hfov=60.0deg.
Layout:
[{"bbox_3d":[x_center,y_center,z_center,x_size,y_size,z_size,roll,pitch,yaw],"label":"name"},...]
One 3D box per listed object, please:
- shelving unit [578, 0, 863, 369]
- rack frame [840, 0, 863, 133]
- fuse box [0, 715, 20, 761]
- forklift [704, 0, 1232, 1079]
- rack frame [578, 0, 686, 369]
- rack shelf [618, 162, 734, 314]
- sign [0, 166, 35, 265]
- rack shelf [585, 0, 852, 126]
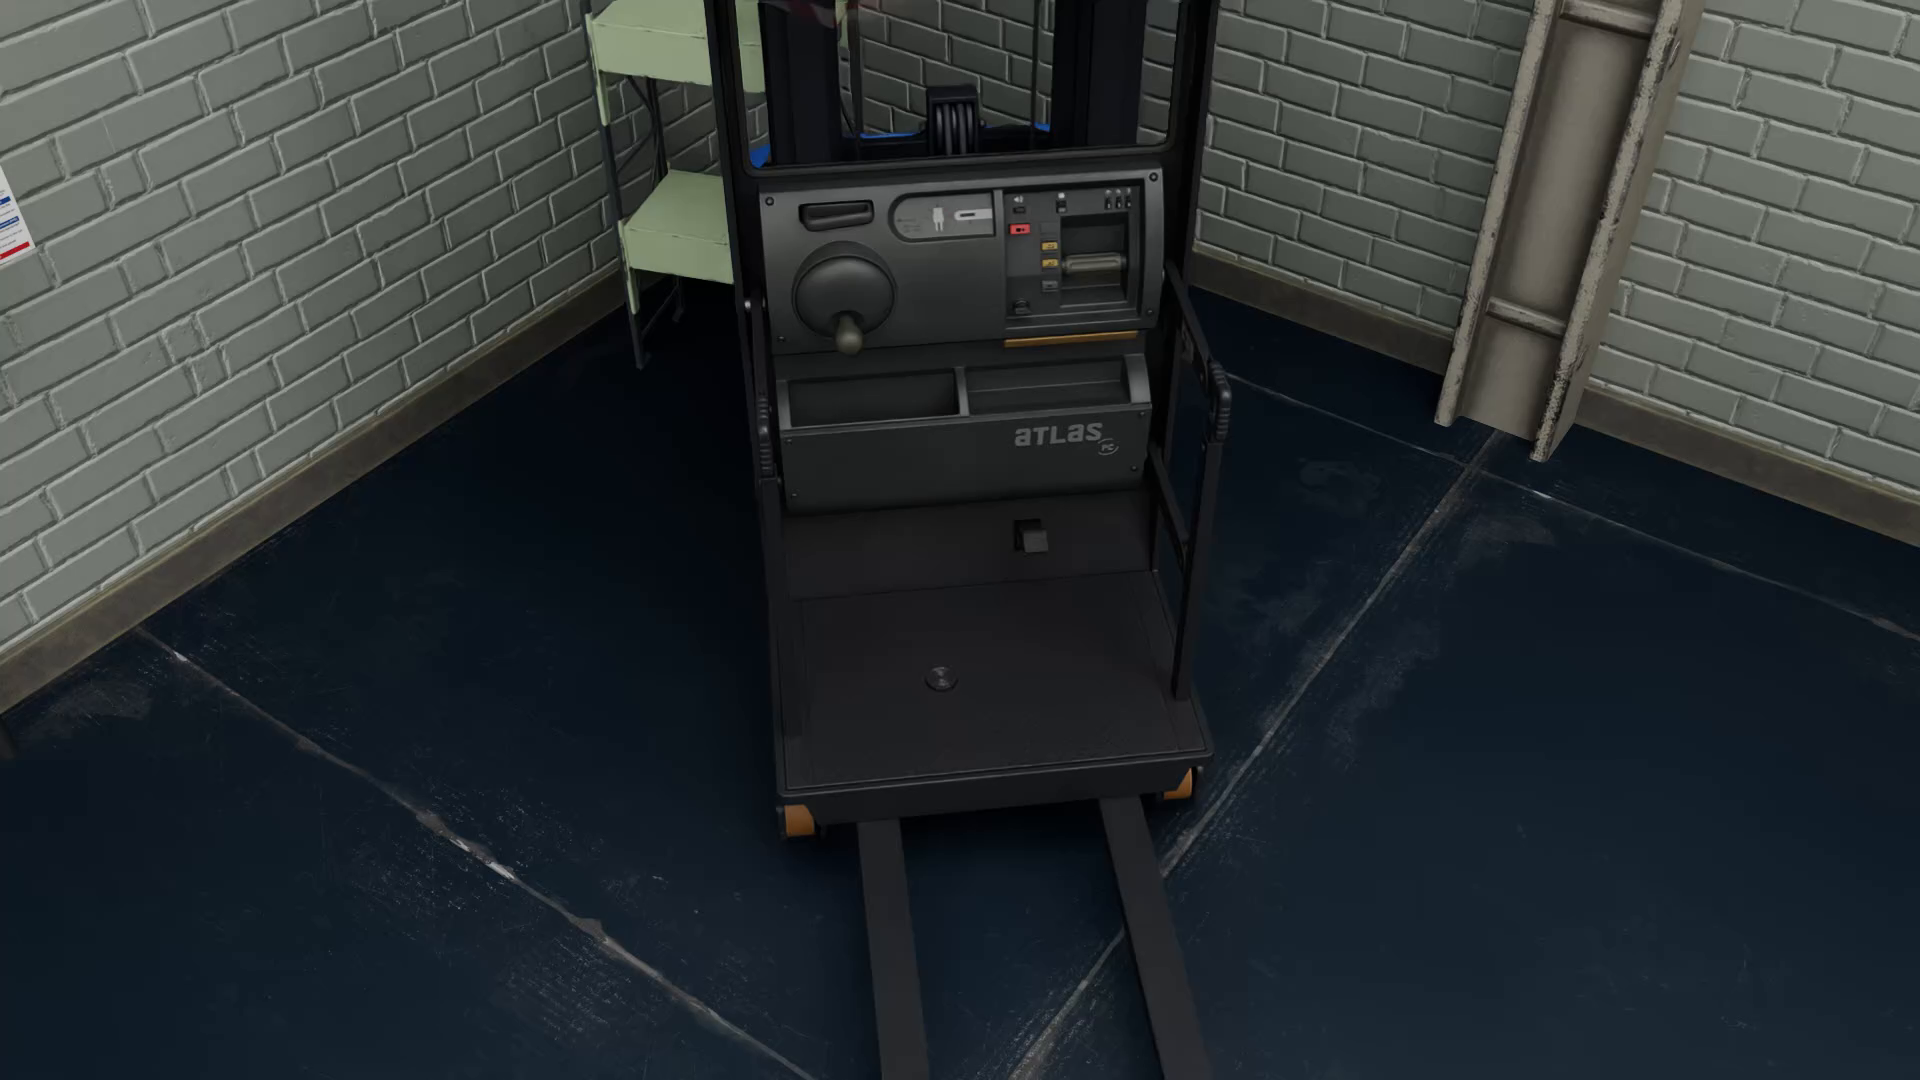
[{"bbox_3d":[-0.737,-1.233,5.503,0.755,1.500,0.431,11,43,12],"label":"shelving unit"},{"bbox_3d":[-0.385,-1.167,5.429,0.023,1.500,0.400,11,43,12],"label":"rack frame"},{"bbox_3d":[-2.589,-0.054,4.027,0.414,1.711,0.539,25,48,25],"label":"fuse box"},{"bbox_3d":[0.039,-0.564,3.682,1.130,2.935,3.031,-5,42,-5],"label":"forklift"},{"bbox_3d":[-1.089,-1.299,5.577,0.023,1.500,0.400,11,43,12],"label":"rack frame"},{"bbox_3d":[-0.737,-0.990,5.720,0.720,0.370,0.431,11,43,12],"label":"rack shelf"},{"bbox_3d":[-2.475,-0.847,4.019,0.001,0.494,0.329,25,48,25],"label":"sign"},{"bbox_3d":[-0.737,-1.524,5.243,0.720,0.370,0.431,11,43,12],"label":"rack shelf"}]
